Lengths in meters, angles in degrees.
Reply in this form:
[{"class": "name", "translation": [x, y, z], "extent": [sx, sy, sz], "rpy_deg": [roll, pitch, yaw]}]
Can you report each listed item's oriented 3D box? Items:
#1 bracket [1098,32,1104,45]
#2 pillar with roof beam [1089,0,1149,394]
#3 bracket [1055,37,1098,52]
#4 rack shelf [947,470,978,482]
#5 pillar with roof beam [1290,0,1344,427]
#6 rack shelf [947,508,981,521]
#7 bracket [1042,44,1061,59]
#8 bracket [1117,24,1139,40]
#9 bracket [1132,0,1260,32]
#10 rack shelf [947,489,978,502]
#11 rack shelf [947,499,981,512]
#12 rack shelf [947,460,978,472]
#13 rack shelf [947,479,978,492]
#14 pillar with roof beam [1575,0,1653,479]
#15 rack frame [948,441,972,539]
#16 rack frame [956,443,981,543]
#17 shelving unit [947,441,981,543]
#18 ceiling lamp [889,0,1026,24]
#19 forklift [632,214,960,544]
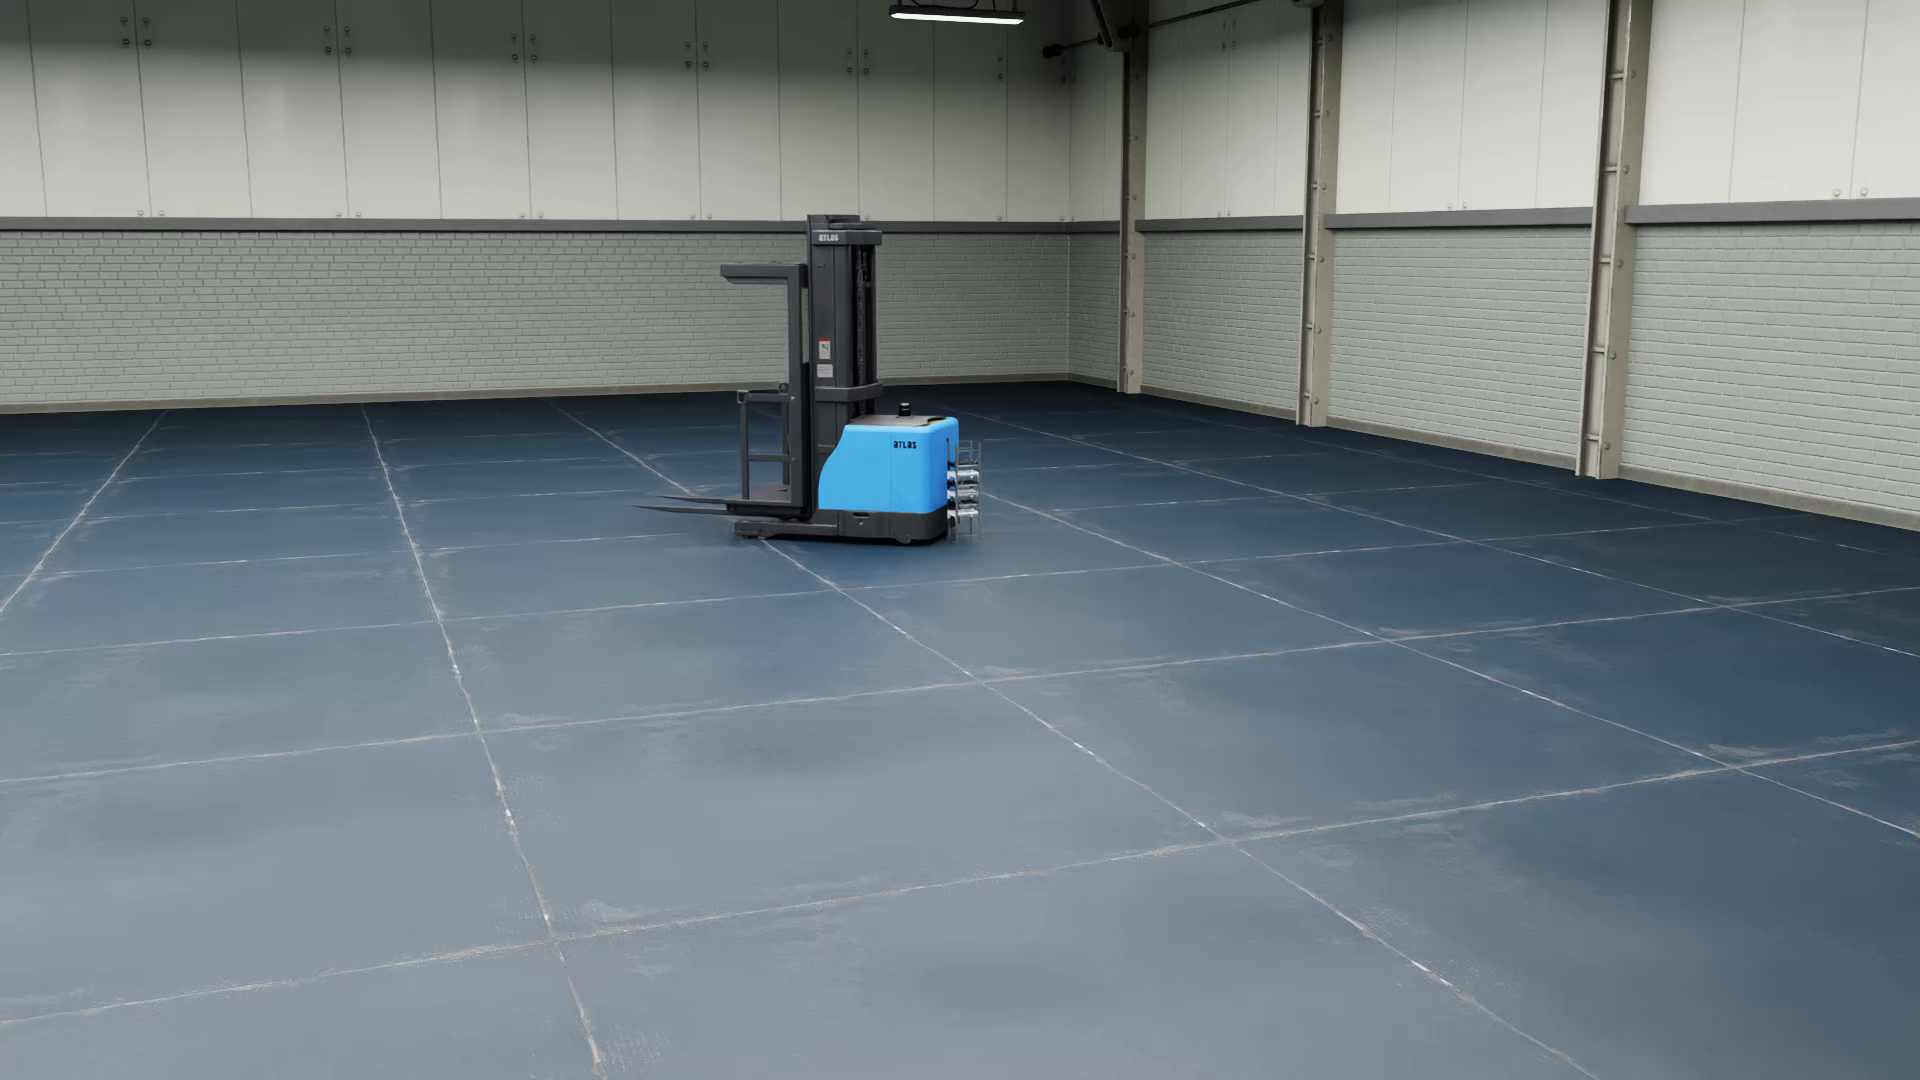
[{"class": "bracket", "translation": [2.621, -8.951, 29.597], "extent": [0.235, 0.232, 0.430], "rpy_deg": [-4, 11, -21]}, {"class": "pillar with roof beam", "translation": [-0.910, -6.860, 28.123], "extent": [9.100, 9.000, 0.548], "rpy_deg": [-4, 11, -21]}, {"class": "bracket", "translation": [1.976, -9.241, 31.230], "extent": [0.076, 0.066, 3.189], "rpy_deg": [-4, 11, -21]}, {"class": "rack shelf", "translation": [0.037, -0.584, 15.128], "extent": [0.258, 0.077, 0.200], "rpy_deg": [-4, 11, -21]}, {"class": "pillar with roof beam", "translation": [1.264, -5.881, 22.617], "extent": [9.100, 9.000, 0.548], "rpy_deg": [-4, 11, -21]}, {"class": "rack shelf", "translation": [0.036, -0.230, 15.191], "extent": [0.258, 0.077, 0.200], "rpy_deg": [-4, 11, -21]}, {"class": "bracket", "translation": [1.762, -9.338, 31.772], "extent": [0.235, 0.232, 0.430], "rpy_deg": [-4, 11, -21]}, {"class": "bracket", "translation": [2.922, -8.816, 28.836], "extent": [0.235, 0.232, 0.430], "rpy_deg": [-4, 11, -21]}, {"class": "bracket", "translation": [3.856, -8.395, 26.472], "extent": [0.076, 0.066, 4.783], "rpy_deg": [-4, 11, -21]}, {"class": "rack shelf", "translation": [0.037, -0.407, 15.160], "extent": [0.258, 0.077, 0.200], "rpy_deg": [-4, 11, -21]}, {"class": "rack shelf", "translation": [0.037, -0.319, 15.176], "extent": [0.258, 0.077, 0.200], "rpy_deg": [-4, 11, -21]}, {"class": "rack shelf", "translation": [0.037, -0.673, 15.113], "extent": [0.258, 0.077, 0.200], "rpy_deg": [-4, 11, -21]}, {"class": "rack shelf", "translation": [0.037, -0.496, 15.144], "extent": [0.258, 0.077, 0.200], "rpy_deg": [-4, 11, -21]}, {"class": "pillar with roof beam", "translation": [3.439, -4.902, 17.111], "extent": [9.100, 9.000, 0.400], "rpy_deg": [-4, 11, -21]}, {"class": "rack frame", "translation": [0.000, -0.457, 15.247], "extent": [0.240, 0.900, 0.006], "rpy_deg": [-4, 11, -21]}, {"class": "rack frame", "translation": [0.074, -0.423, 15.061], "extent": [0.240, 0.900, 0.006], "rpy_deg": [-4, 11, -21]}, {"class": "shelving unit", "translation": [0.037, -0.440, 15.154], "extent": [0.258, 0.900, 0.210], "rpy_deg": [-4, 11, -21]}, {"class": "ceiling lamp", "translation": [-0.121, -9.062, 23.832], "extent": [2.000, 3.185, 0.800], "rpy_deg": [-4, 11, -21]}, {"class": "forklift", "translation": [-1.577, -1.531, 15.491], "extent": [3.031, 2.935, 1.130], "rpy_deg": [3, 10, 16]}]
